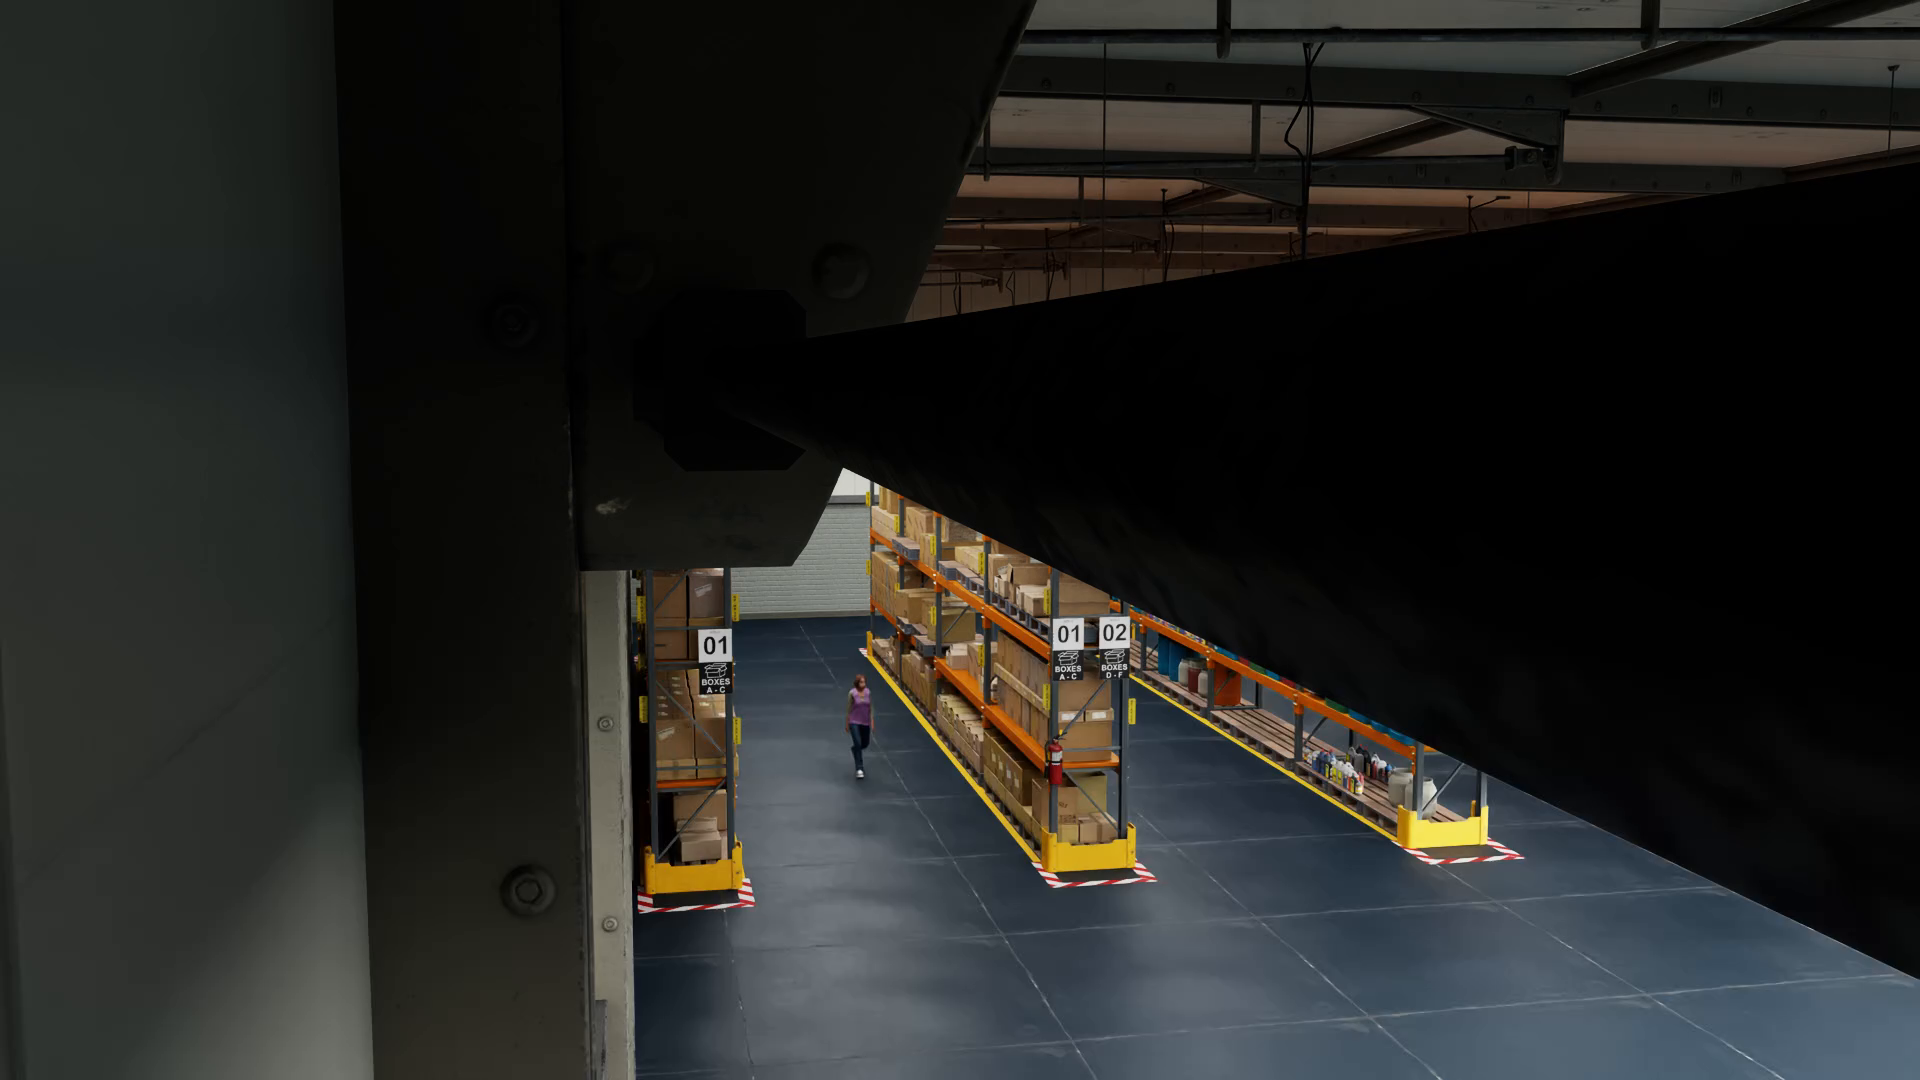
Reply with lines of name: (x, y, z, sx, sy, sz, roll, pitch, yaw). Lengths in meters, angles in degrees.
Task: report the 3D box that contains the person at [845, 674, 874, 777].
person: (-1.579, 2.848, 25.971, 0.430, 1.546, 0.912, -3, 7, -28)
